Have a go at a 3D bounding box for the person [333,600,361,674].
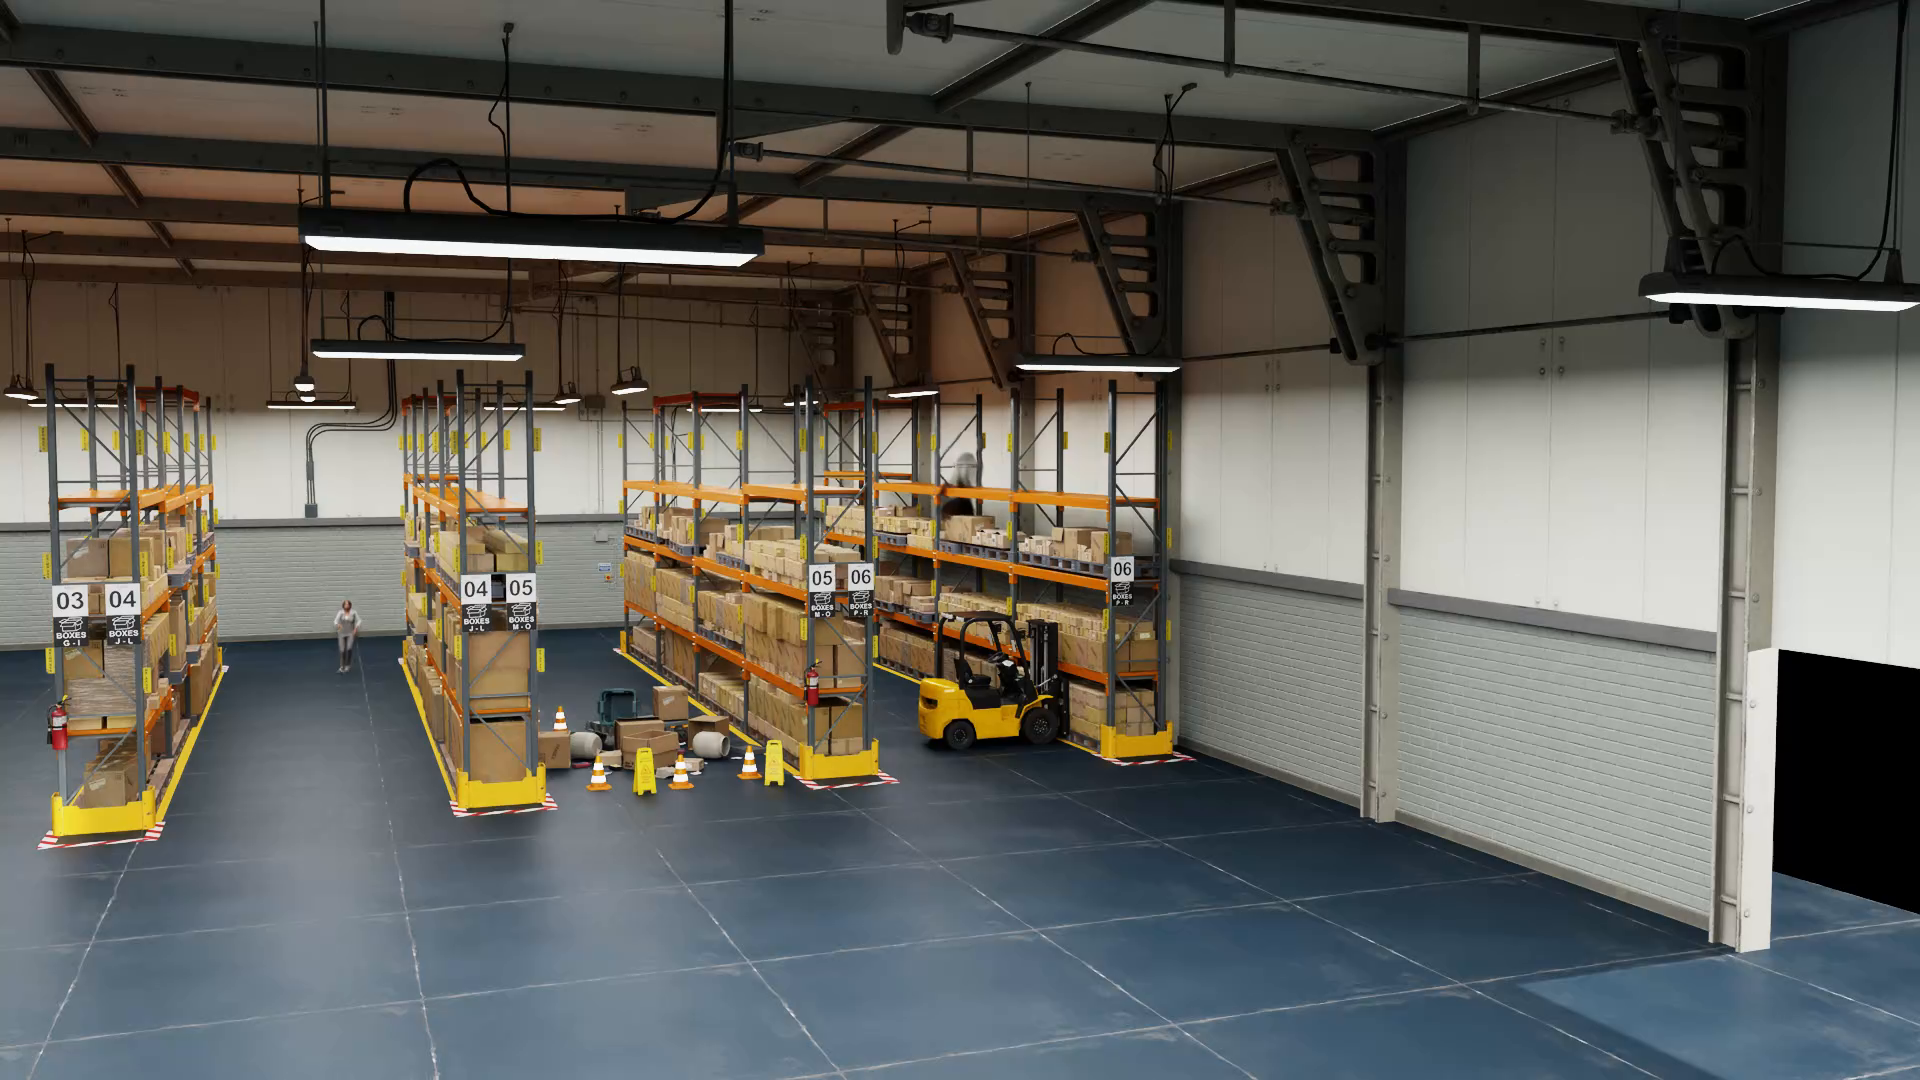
[{"bbox_3d":[-13.311,2.100,36.102,0.542,1.609,0.613,-1,3,-11],"label":"person"}]
